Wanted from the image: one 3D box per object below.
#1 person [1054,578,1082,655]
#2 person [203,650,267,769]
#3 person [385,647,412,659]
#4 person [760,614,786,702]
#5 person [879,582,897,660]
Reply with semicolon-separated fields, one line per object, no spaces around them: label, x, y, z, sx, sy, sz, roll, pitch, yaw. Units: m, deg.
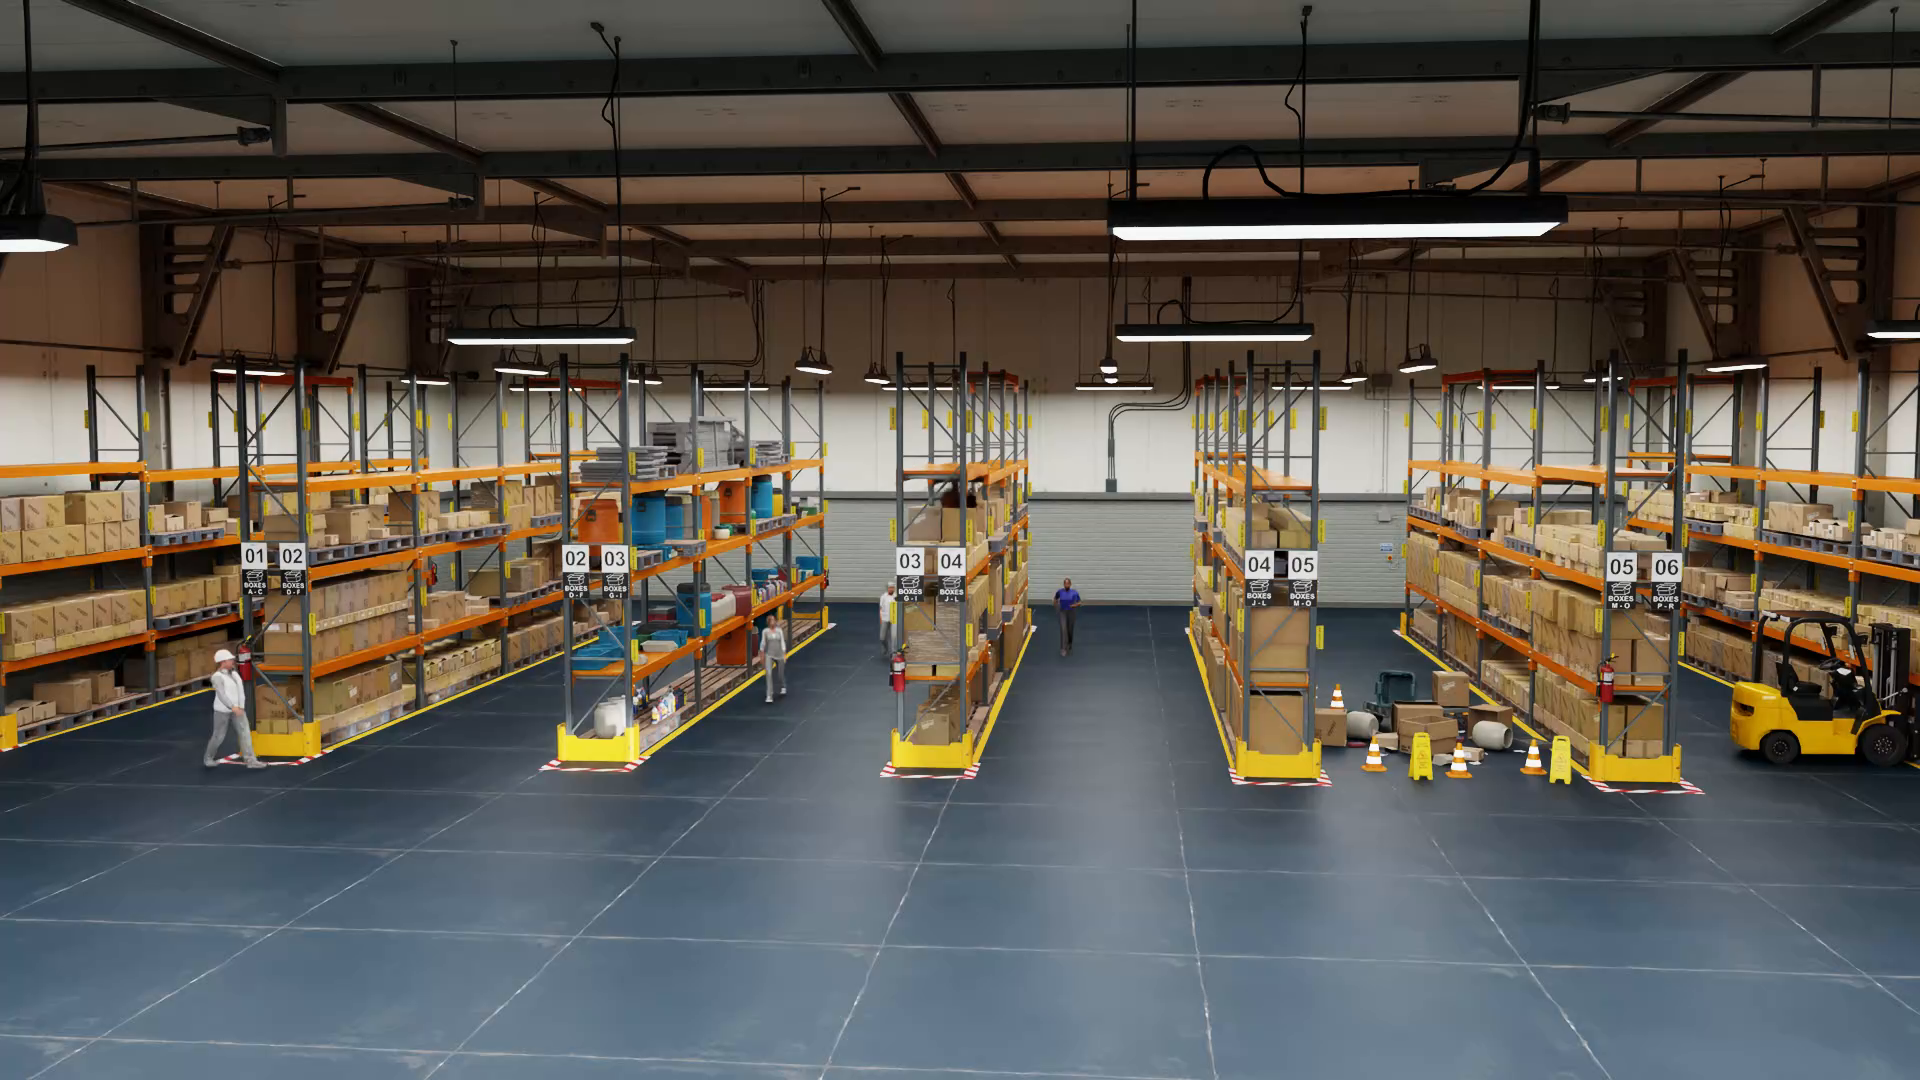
person;2.306;1.622;35.704;0.607;1.609;1.006;0;4;7
person;-10.446;2.429;23.917;1.037;1.707;0.588;2;4;22
person;-11.630;1.734;34.343;0.603;1.707;0.833;1;4;10
person;-3.348;2.103;29.861;0.490;1.540;0.915;0;4;1
person;-1.450;1.687;35.010;0.485;1.631;0.665;0;4;4
